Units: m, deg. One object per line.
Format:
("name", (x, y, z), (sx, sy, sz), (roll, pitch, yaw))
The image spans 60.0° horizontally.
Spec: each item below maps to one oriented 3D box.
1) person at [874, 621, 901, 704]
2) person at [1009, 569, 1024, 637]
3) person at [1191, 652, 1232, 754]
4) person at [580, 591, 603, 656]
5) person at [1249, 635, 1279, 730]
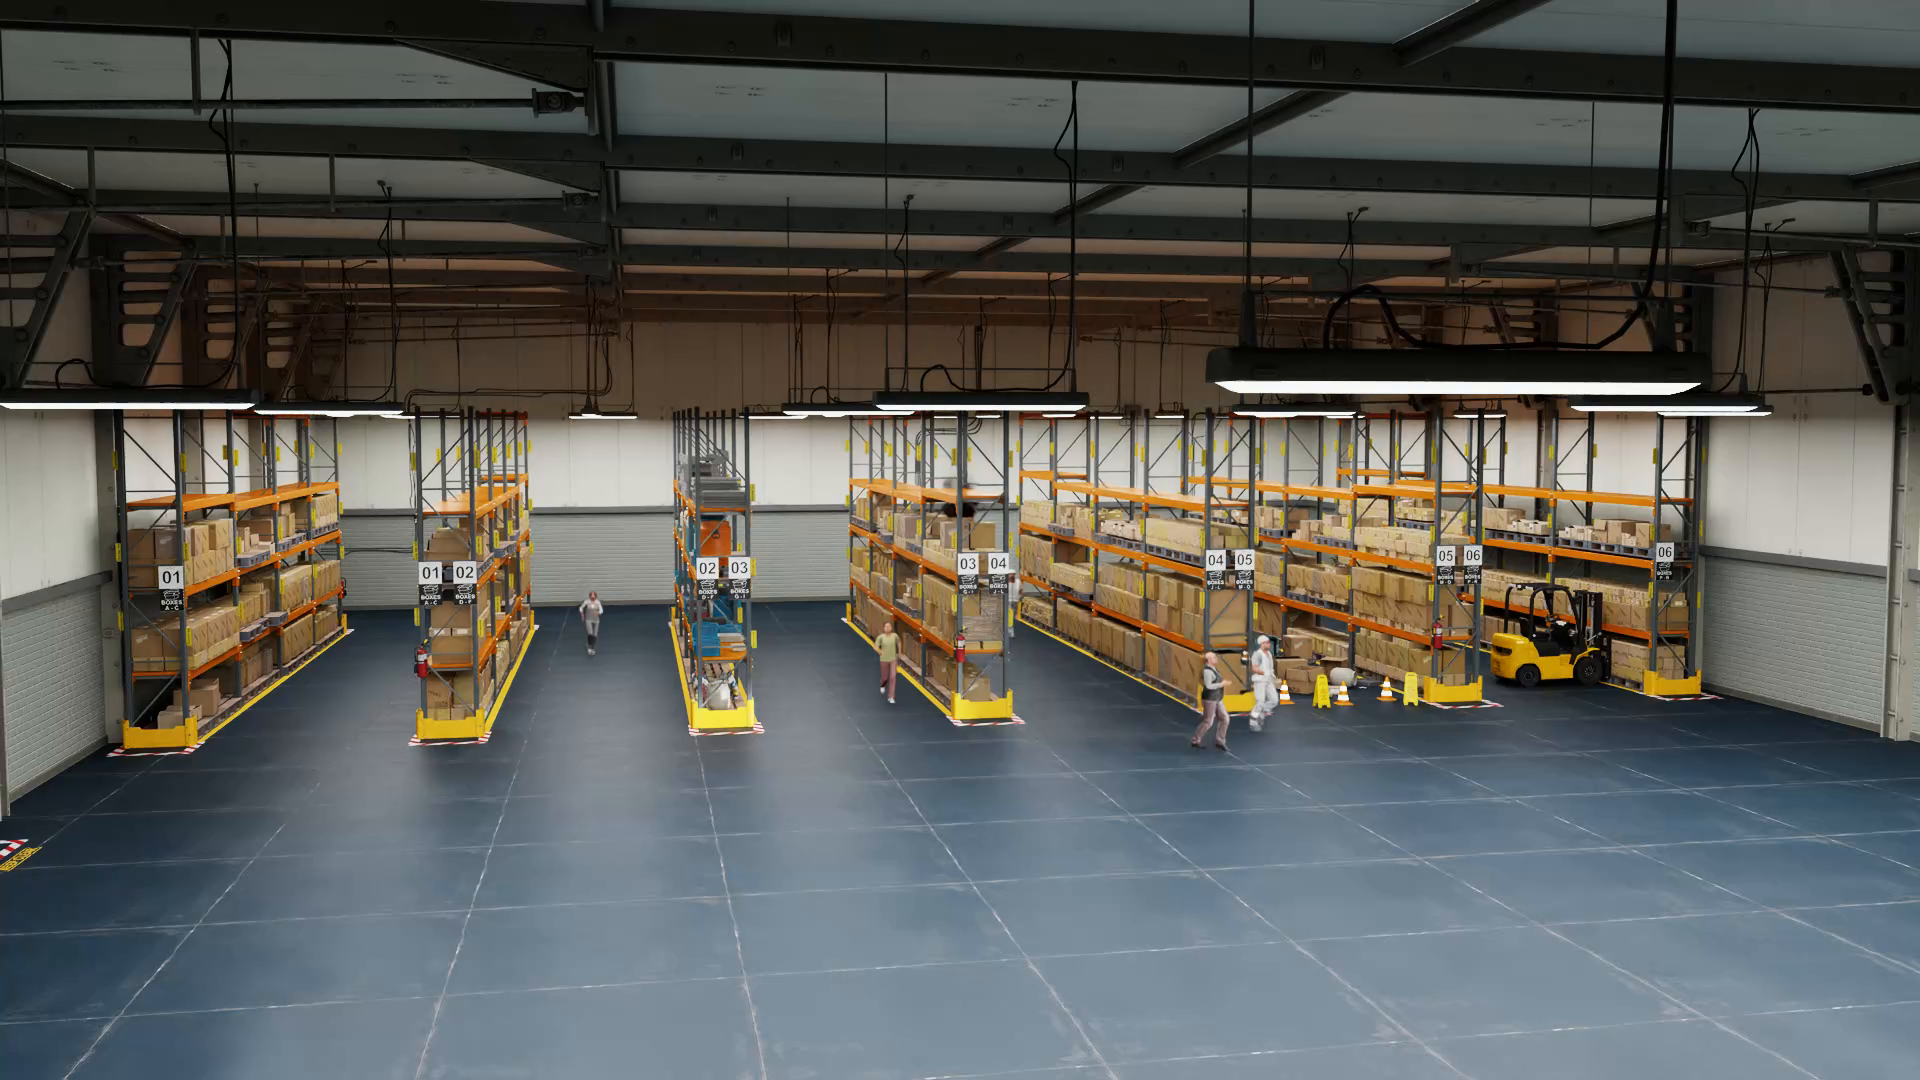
("person", (-1.467, 2.480, 34.067), (0.575, 1.644, 0.945), (-1, 4, -12))
("person", (1.366, 1.694, 44.583), (0.692, 1.847, 0.882), (-1, 4, -14))
("person", (4.354, 2.823, 28.722), (0.730, 1.777, 0.640), (2, 5, 27))
("person", (-8.996, 2.029, 40.678), (0.520, 1.588, 0.625), (-2, 4, -24))
("person", (5.677, 2.650, 30.883), (0.683, 1.759, 0.618), (-4, 5, -42))
